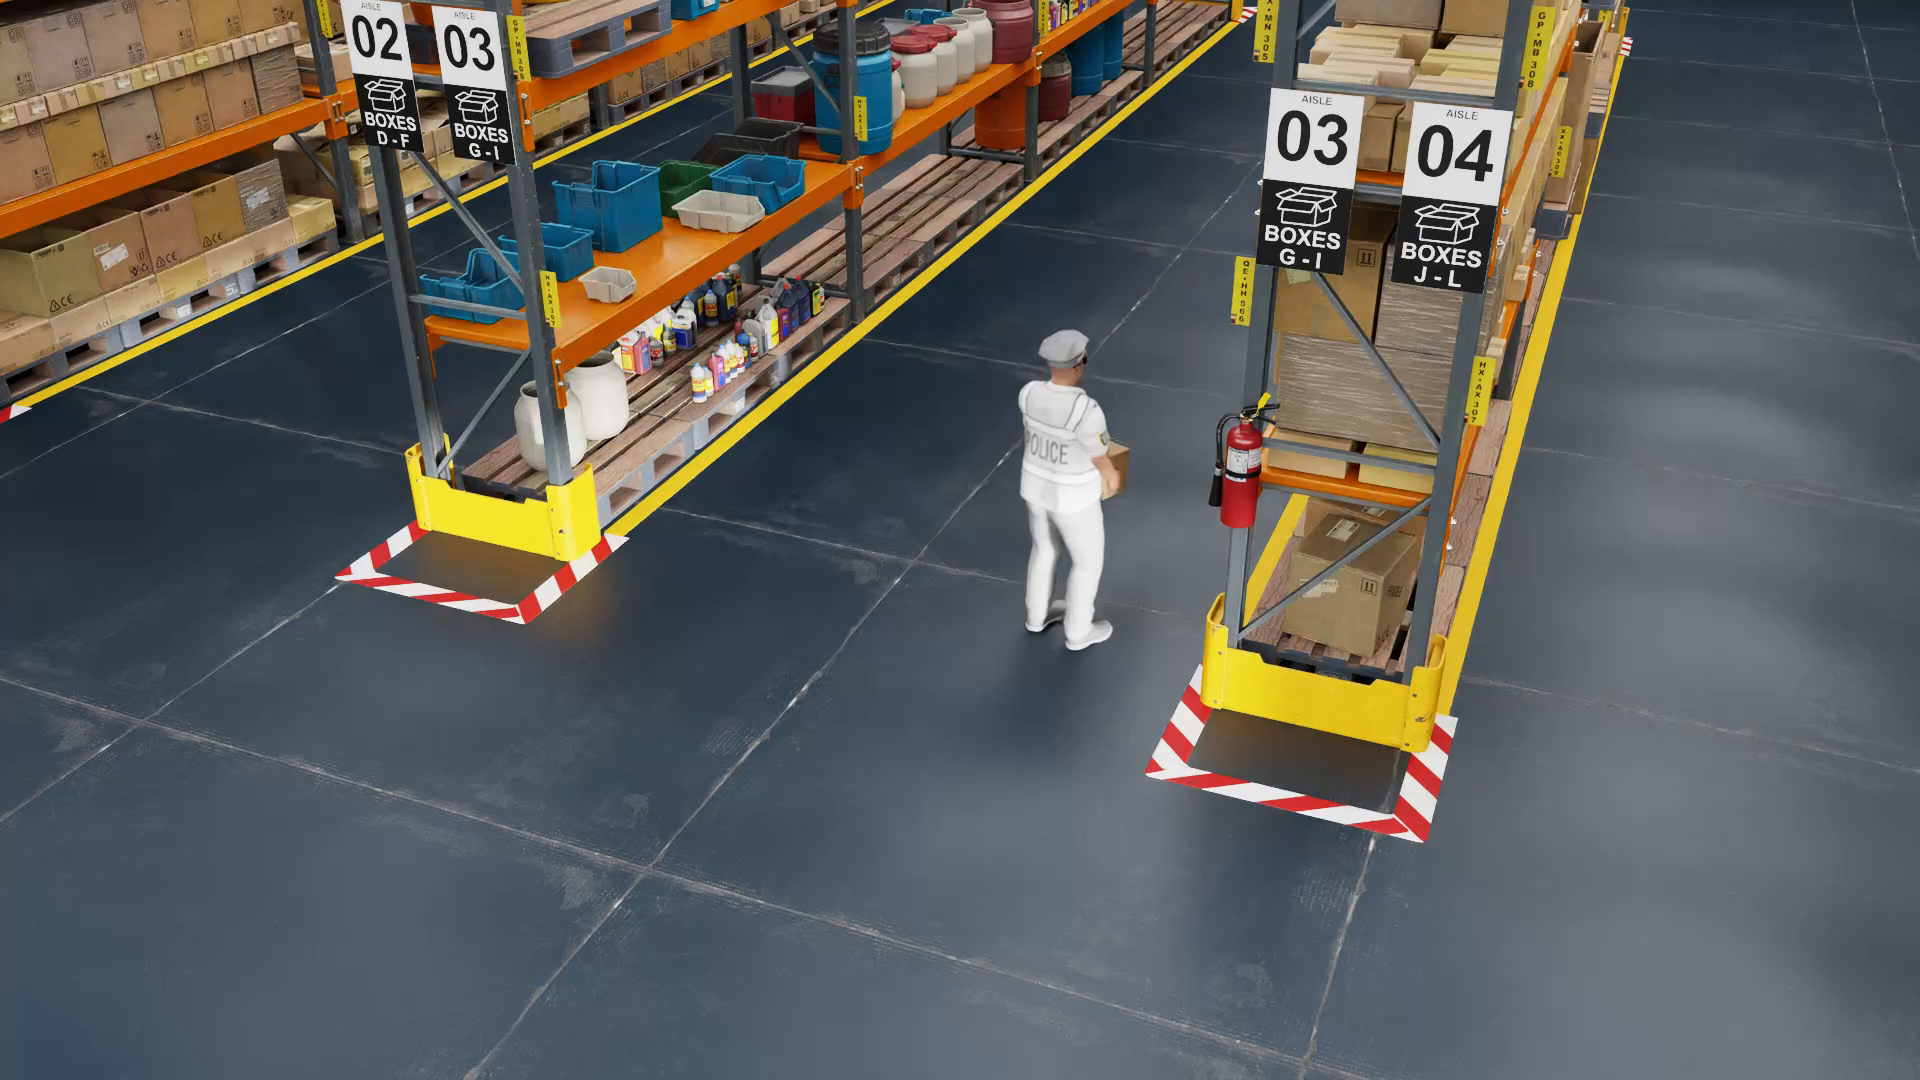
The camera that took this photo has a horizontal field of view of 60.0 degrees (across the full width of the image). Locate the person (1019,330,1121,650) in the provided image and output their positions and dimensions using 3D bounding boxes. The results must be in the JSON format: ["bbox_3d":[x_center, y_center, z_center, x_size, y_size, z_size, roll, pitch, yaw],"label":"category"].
[{"bbox_3d":[0.592,-0.283,8.870,0.527,1.769,0.519,24,37,36],"label":"person"}]
